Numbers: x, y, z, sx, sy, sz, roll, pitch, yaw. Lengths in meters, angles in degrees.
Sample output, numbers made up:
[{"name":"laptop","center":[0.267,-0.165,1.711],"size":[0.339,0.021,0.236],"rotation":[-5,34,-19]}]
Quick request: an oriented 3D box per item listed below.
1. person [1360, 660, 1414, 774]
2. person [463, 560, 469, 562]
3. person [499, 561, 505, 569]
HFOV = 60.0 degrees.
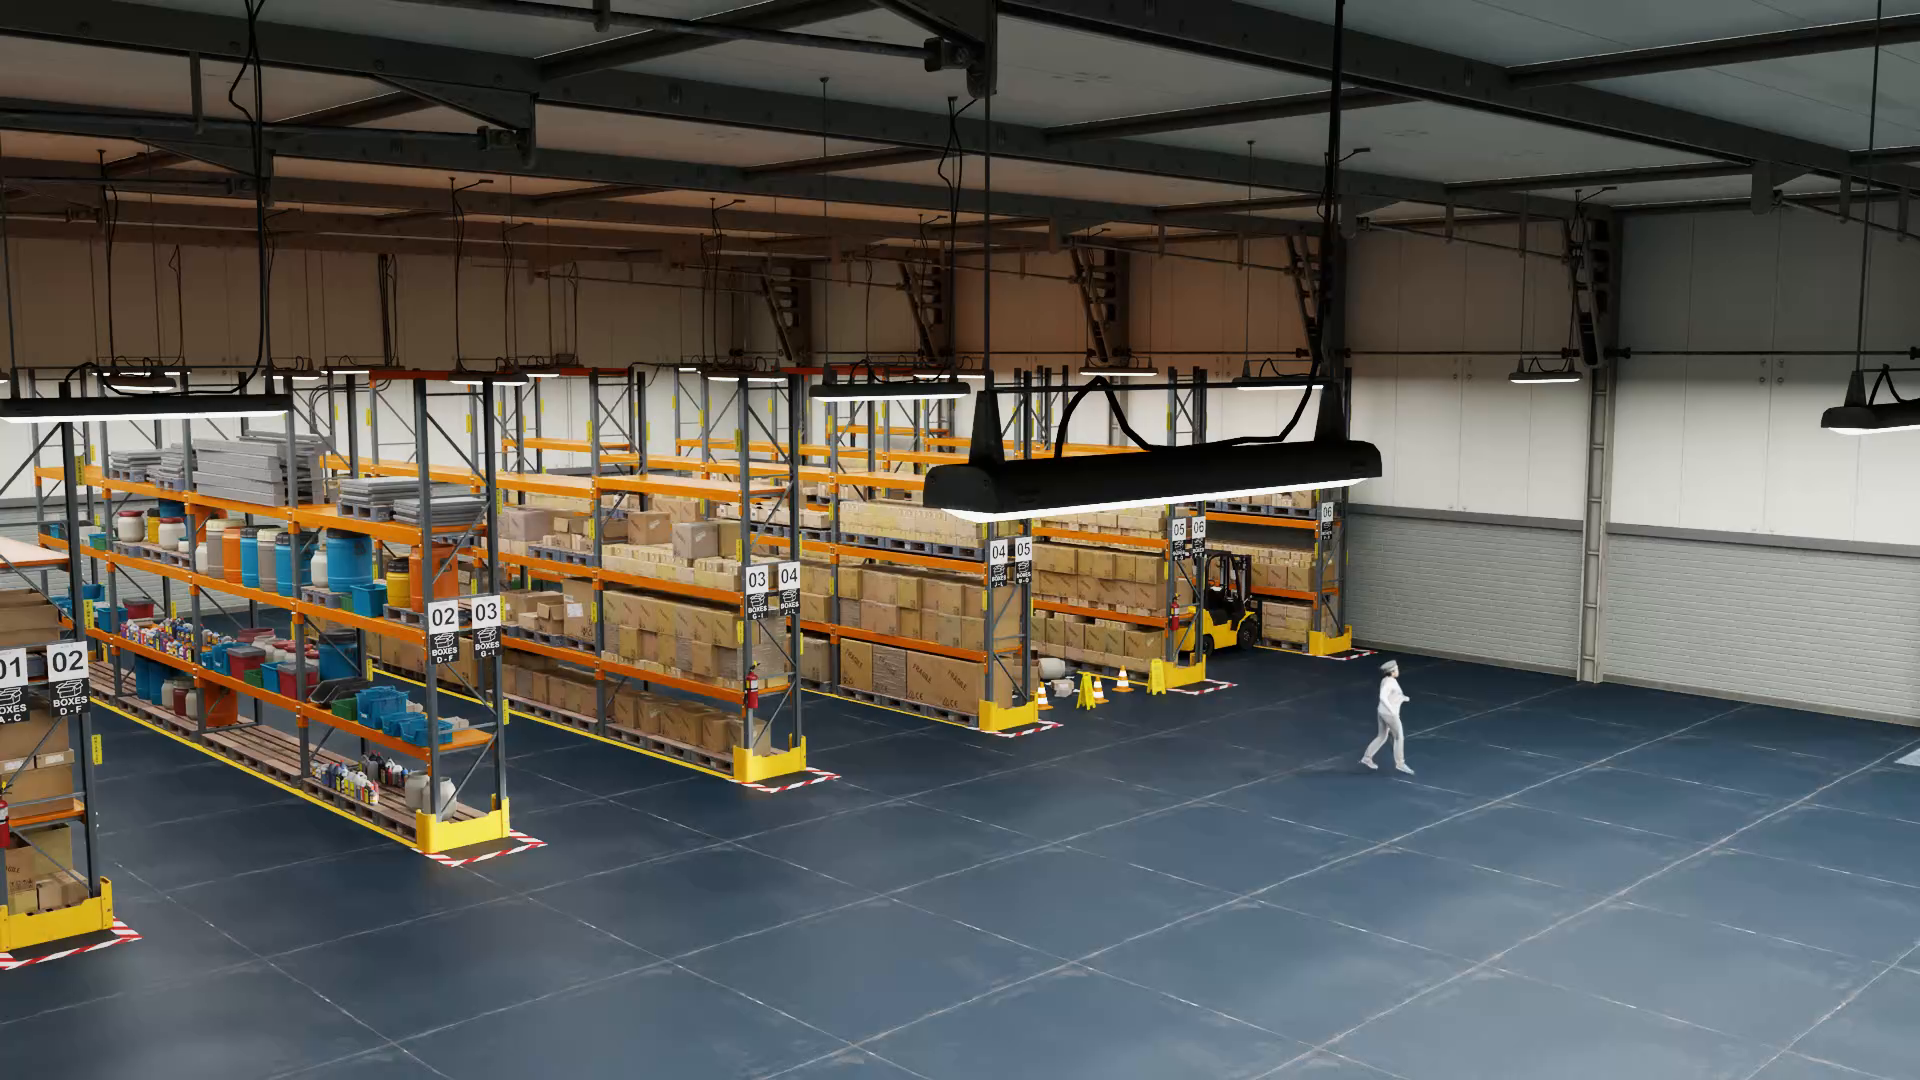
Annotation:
[{"name":"person","center":[6.448,2.658,25.026],"size":[0.789,1.724,0.606],"rotation":[0,6,-4]},{"name":"person","center":[-11.373,1.239,38.116],"size":[0.611,1.577,0.855],"rotation":[-2,7,-19]},{"name":"person","center":[-11.376,0.906,40.567],"size":[0.606,1.728,0.938],"rotation":[-3,7,-26]}]
